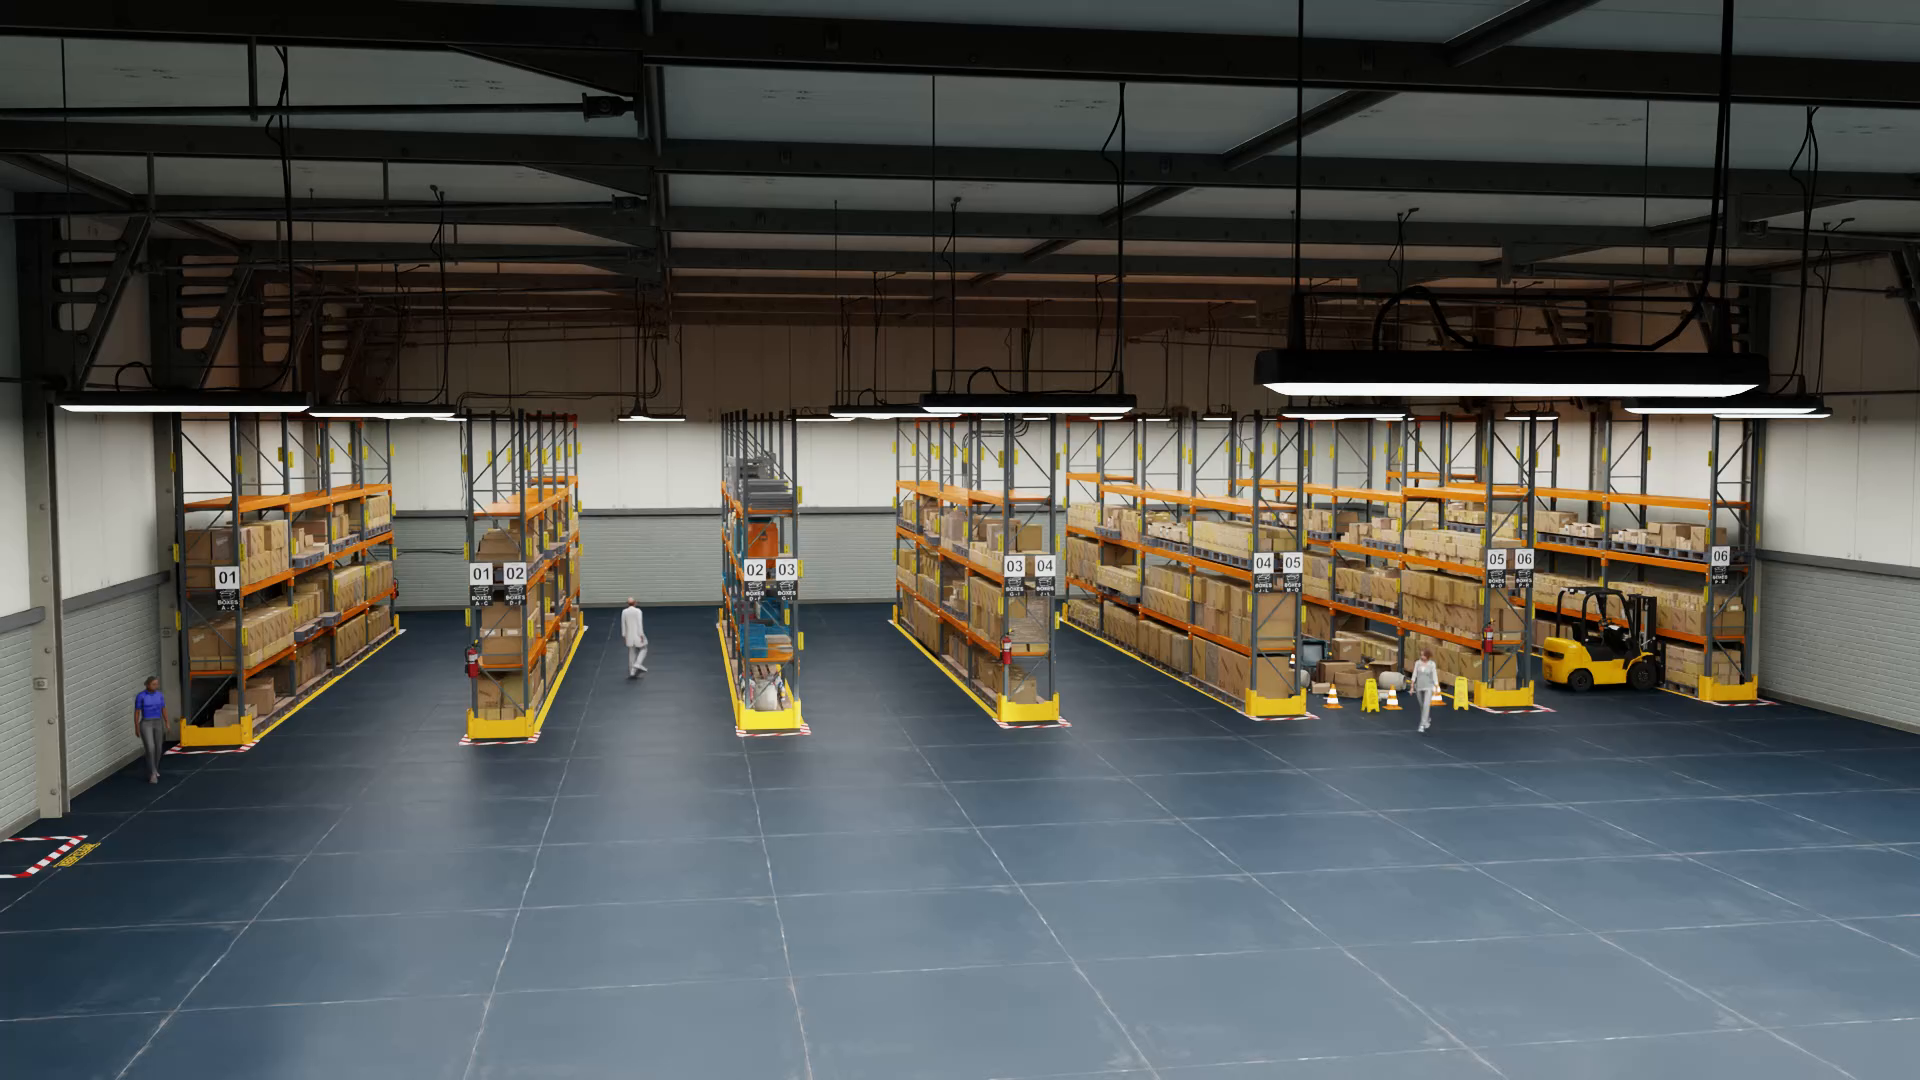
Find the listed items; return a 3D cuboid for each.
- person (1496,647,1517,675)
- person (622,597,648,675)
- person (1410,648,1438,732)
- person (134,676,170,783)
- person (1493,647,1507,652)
[{"bbox_3d":[12.536,2.295,38.114,0.540,1.558,0.707,-1,4,-9],"label":"person"},{"bbox_3d":[-7.420,2.189,37.860,0.615,1.768,0.555,0,4,5],"label":"person"},{"bbox_3d":[8.603,2.779,30.898,0.442,1.540,0.979,3,5,38],"label":"person"},{"bbox_3d":[-12.974,3.046,26.794,0.623,1.692,0.470,3,5,38],"label":"person"},{"bbox_3d":[13.320,1.979,41.039,0.509,1.806,0.543,-2,4,-24],"label":"person"}]
